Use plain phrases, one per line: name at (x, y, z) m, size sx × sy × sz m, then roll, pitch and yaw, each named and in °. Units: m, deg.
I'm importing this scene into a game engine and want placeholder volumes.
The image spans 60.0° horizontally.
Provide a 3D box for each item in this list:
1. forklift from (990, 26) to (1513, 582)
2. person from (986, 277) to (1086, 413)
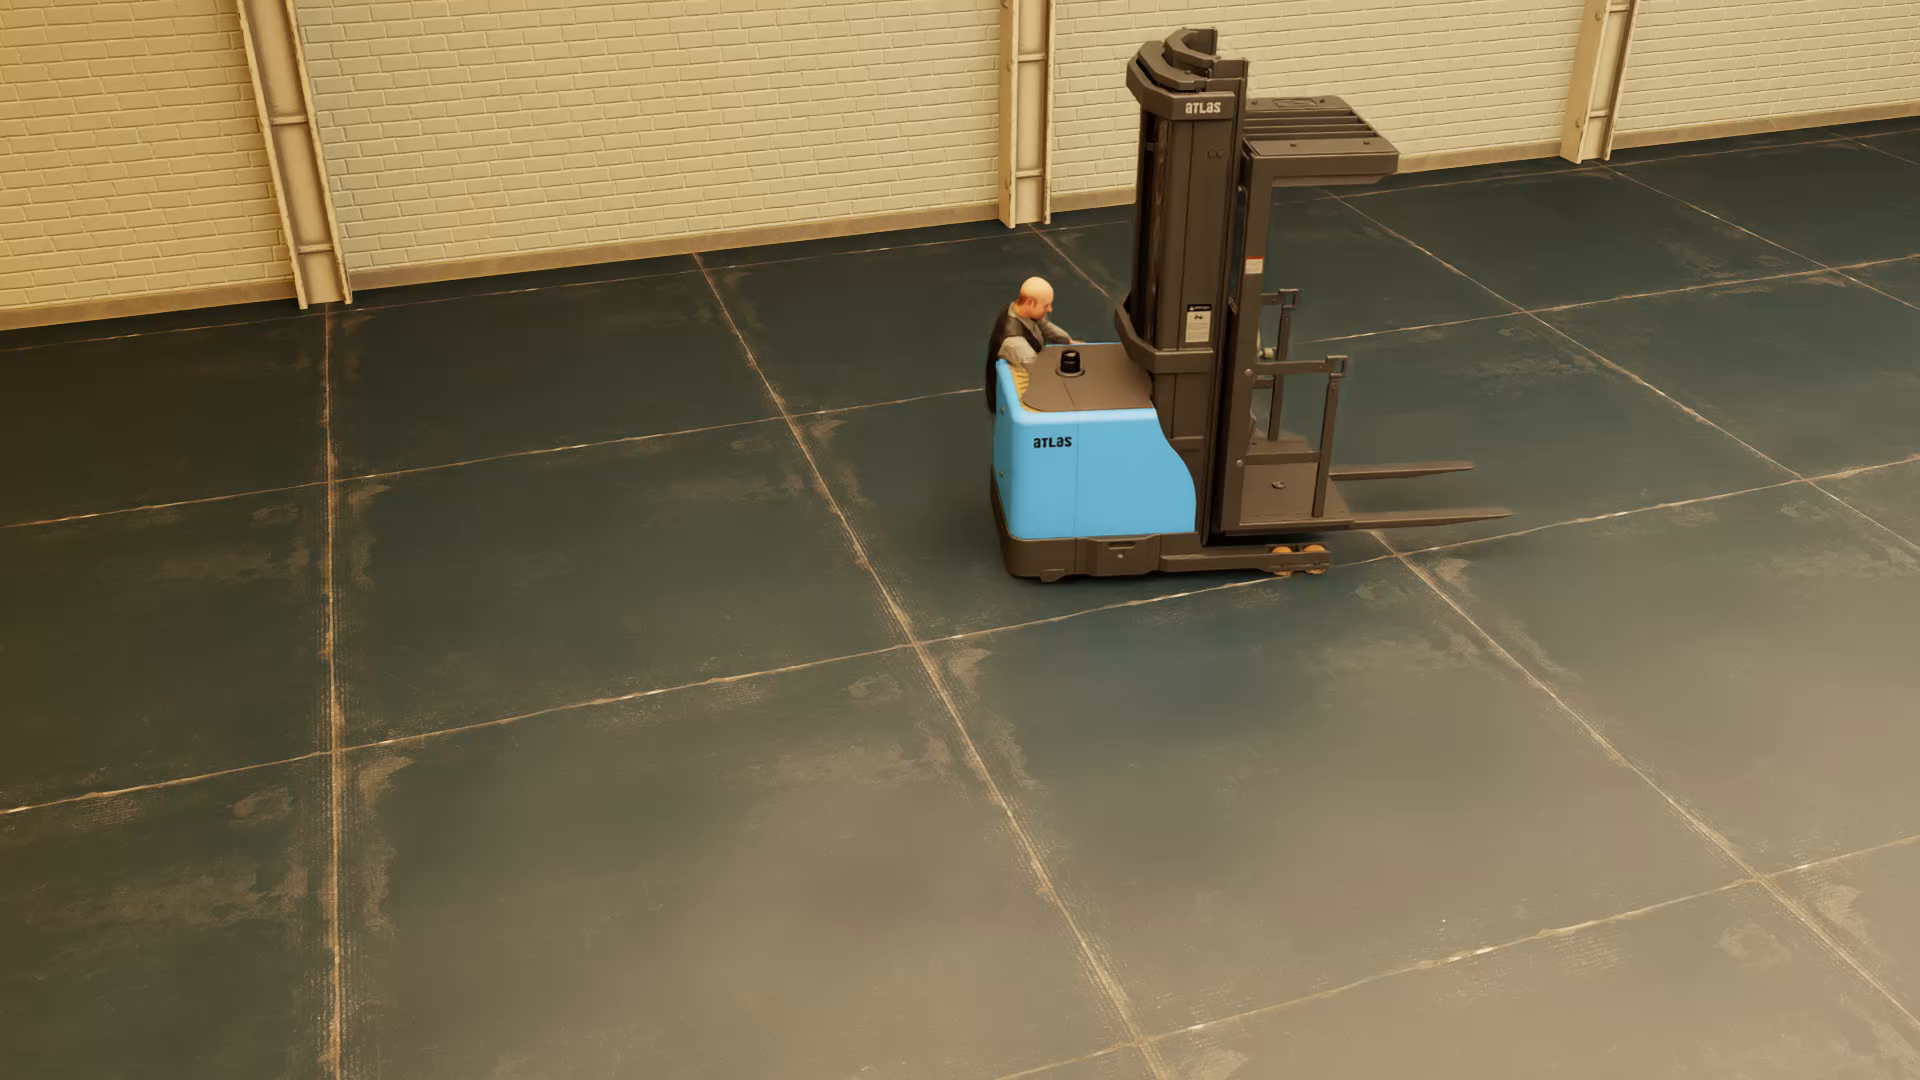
forklift at (1.737, -1.324, 9.387) m, size 3.031 × 2.935 × 1.130 m, roll -3°, pitch 30°, yaw -5°
person at (0.512, -0.858, 9.999) m, size 0.717 × 1.552 × 0.930 m, roll 6°, pitch 30°, yaw 10°
